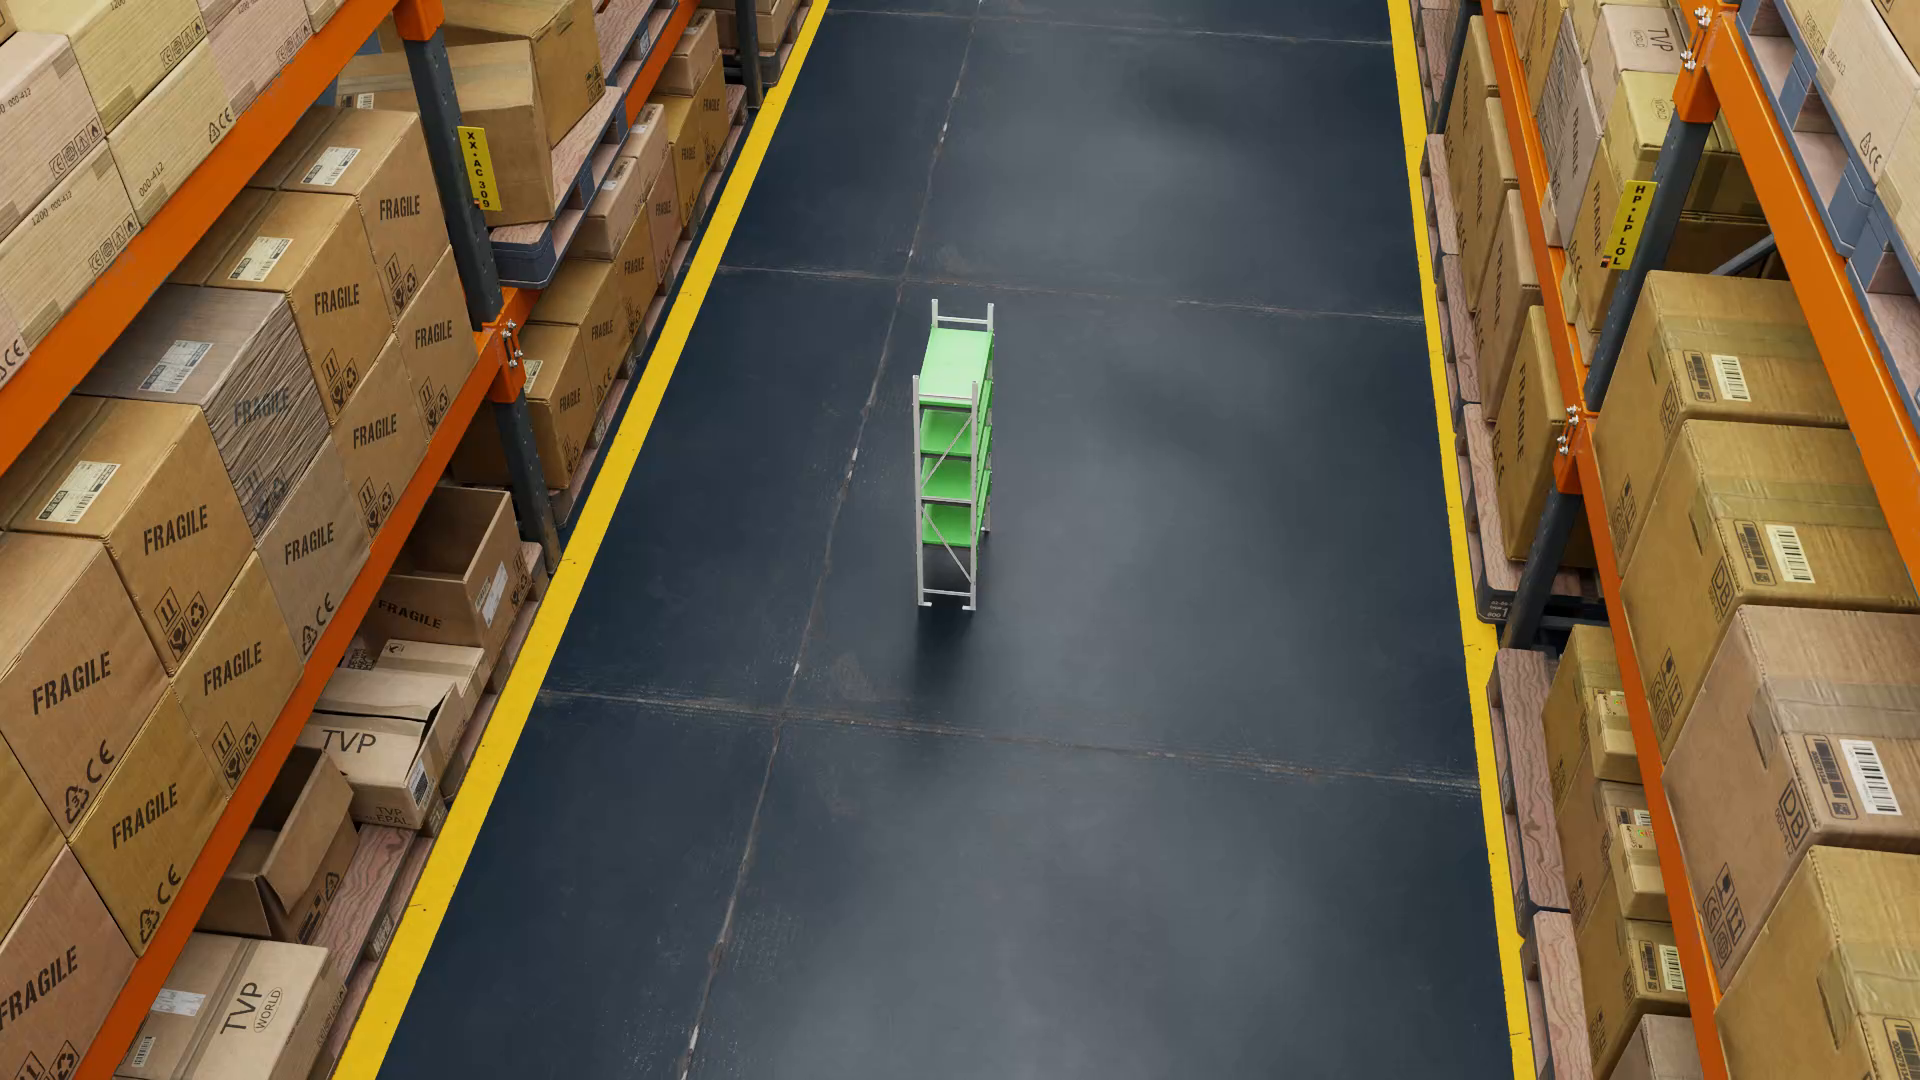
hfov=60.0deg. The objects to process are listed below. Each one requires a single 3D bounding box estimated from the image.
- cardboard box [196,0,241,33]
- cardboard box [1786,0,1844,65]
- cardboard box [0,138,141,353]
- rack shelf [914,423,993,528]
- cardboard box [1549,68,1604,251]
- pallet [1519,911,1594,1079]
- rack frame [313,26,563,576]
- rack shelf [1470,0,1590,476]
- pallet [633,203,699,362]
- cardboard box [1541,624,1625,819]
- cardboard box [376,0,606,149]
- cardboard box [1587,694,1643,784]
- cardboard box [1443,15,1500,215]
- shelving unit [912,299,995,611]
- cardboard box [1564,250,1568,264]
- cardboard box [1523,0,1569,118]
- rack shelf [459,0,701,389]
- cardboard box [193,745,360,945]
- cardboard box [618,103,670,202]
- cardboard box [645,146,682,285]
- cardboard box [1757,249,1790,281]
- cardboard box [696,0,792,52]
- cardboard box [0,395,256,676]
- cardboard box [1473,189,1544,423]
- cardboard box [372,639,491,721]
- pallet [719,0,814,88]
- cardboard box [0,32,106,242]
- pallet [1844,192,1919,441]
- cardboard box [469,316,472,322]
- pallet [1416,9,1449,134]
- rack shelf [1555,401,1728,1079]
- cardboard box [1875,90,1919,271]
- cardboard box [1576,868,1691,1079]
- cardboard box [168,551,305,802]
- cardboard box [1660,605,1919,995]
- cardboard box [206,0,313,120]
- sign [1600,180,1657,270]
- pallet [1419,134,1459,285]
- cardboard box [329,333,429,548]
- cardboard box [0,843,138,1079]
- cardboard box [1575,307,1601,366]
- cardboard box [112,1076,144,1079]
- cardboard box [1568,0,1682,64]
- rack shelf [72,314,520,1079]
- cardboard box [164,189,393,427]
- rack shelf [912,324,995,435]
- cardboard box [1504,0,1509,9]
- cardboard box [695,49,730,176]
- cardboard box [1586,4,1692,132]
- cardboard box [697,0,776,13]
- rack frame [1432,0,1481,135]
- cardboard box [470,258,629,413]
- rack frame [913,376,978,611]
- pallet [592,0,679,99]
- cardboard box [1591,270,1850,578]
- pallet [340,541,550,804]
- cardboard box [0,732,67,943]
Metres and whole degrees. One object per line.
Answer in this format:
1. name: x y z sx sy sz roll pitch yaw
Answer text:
1. cardboard box: -2.083 -1.544 4.262 0.500 0.250 0.500 5 44 6
2. cardboard box: 2.339 -1.353 4.046 0.500 0.250 0.500 5 44 5
3. cardboard box: -2.225 -0.681 3.715 0.500 0.250 0.500 5 44 6
4. rack shelf: -0.022 -0.276 6.762 0.258 0.148 0.480 5 44 6
5. cardboard box: 2.561 -1.414 6.258 0.500 0.500 0.500 6 44 6
6. pallet: 2.355 1.781 5.215 1.003 0.211 1.213 5 44 6
7. rack frame: -2.219 -1.024 6.150 1.000 3.000 0.127 5 44 6
8. rack shelf: 2.956 -1.678 7.364 1.077 0.370 4.000 5 44 6
9. pallet: -1.990 -1.403 8.578 1.003 0.211 1.213 5 44 6
10. cardboard box: 2.491 0.679 5.863 0.700 0.500 0.500 6 44 6
11. cardboard box: -1.906 -1.990 6.791 0.700 0.500 0.500 12 45 12
12. cardboard box: 2.265 0.661 5.411 0.380 0.149 0.250 7 44 7
13. cardboard box: 2.993 -2.185 8.634 0.750 0.750 0.750 5 44 5
14. shelving unit: -0.022 -0.323 6.718 0.258 1.200 0.503 5 44 6
15. cardboard box: 2.545 -1.095 6.393 0.380 0.149 0.250 7 44 7
16. cardboard box: 2.697 -2.096 6.979 0.500 0.500 0.500 6 44 7
17. rack shelf: -1.954 -2.126 7.837 1.077 0.370 4.000 5 44 6
18. cardboard box: -2.462 1.004 5.504 0.797 0.503 0.637 5 44 6
19. cardboard box: -1.715 -1.879 8.006 0.500 0.250 0.500 4 44 5
20. cardboard box: -1.713 -1.632 8.290 0.500 0.500 0.500 4 44 4
21. cardboard box: 3.002 -1.018 5.840 0.500 0.500 0.500 4 44 4
22. cardboard box: -1.330 -3.234 10.179 0.500 0.250 0.500 5 44 5
23. cardboard box: -2.229 -0.019 4.289 0.500 0.500 0.500 5 44 5
24. cardboard box: 2.764 -1.009 7.392 0.750 0.750 0.750 6 44 7
25. cardboard box: -2.003 0.527 6.266 0.380 0.149 0.250 5 44 6
26. pallet: -1.543 -3.295 10.576 1.003 0.211 1.213 5 44 6
27. cardboard box: -2.219 -0.862 3.543 0.500 0.250 0.500 5 44 6
28. pallet: 2.410 -0.247 3.213 1.003 0.211 1.213 5 44 6
29. cardboard box: -2.364 -0.974 7.596 0.500 0.500 0.500 5 44 6
30. pallet: 3.325 -2.822 10.077 1.003 0.211 1.213 5 44 6
31. rack shelf: 2.427 1.048 4.485 1.077 0.370 4.000 5 44 6
32. cardboard box: 2.197 -0.656 3.311 0.500 0.250 0.500 4 44 4
33. cardboard box: 2.352 1.371 5.133 0.700 0.500 0.500 6 44 6
34. cardboard box: -2.228 0.353 4.623 0.500 0.500 0.500 6 44 6
35. cardboard box: 2.416 0.677 4.135 0.980 0.700 0.700 3 44 3
36. cardboard box: -2.096 -1.363 4.436 0.500 0.250 0.500 5 44 6
37. sign: 2.153 -1.011 5.351 0.100 0.325 0.005 5 44 6
38. pallet: 3.042 -1.759 8.954 1.003 0.211 1.213 5 44 6
39. cardboard box: -2.097 -0.345 5.360 0.500 0.500 0.500 6 44 7
40. cardboard box: -2.365 1.035 3.902 0.500 0.500 0.500 5 44 5
41. cardboard box: 2.456 -0.748 6.027 0.380 0.149 0.250 6 44 6
42. cardboard box: -2.328 1.855 4.789 0.500 0.250 0.500 5 44 6
43. cardboard box: 2.645 -2.037 6.370 0.500 0.250 0.500 6 44 6
44. rack shelf: -2.483 0.600 4.958 1.077 0.370 4.000 5 44 6
45. cardboard box: -2.094 -0.706 5.014 0.500 0.500 0.500 4 44 5
46. rack shelf: -0.022 -0.625 6.432 0.258 0.148 0.480 5 44 6
47. cardboard box: 2.824 -2.790 7.711 0.500 0.500 0.500 7 44 7
48. cardboard box: -1.581 -2.343 9.041 0.500 0.500 0.500 7 44 7
49. cardboard box: 2.577 -1.689 6.003 0.500 0.250 0.500 6 44 6
50. cardboard box: -1.330 -3.438 9.986 0.500 0.311 0.500 7 44 7
51. rack frame: 3.221 -3.302 8.556 1.000 3.000 0.127 5 44 6
52. cardboard box: -1.854 -0.948 7.568 0.500 0.500 0.500 6 44 6
53. rack frame: -0.054 -0.157 6.543 0.240 1.200 0.015 5 44 6
54. pallet: -1.943 -2.354 7.695 1.003 0.211 1.213 5 44 6
55. cardboard box: 2.604 -0.317 5.185 0.980 0.700 0.700 6 44 6
56. pallet: -2.311 0.457 6.614 1.003 0.211 1.213 5 44 6
57. cardboard box: -2.366 0.667 3.564 0.500 0.500 0.500 6 44 6
